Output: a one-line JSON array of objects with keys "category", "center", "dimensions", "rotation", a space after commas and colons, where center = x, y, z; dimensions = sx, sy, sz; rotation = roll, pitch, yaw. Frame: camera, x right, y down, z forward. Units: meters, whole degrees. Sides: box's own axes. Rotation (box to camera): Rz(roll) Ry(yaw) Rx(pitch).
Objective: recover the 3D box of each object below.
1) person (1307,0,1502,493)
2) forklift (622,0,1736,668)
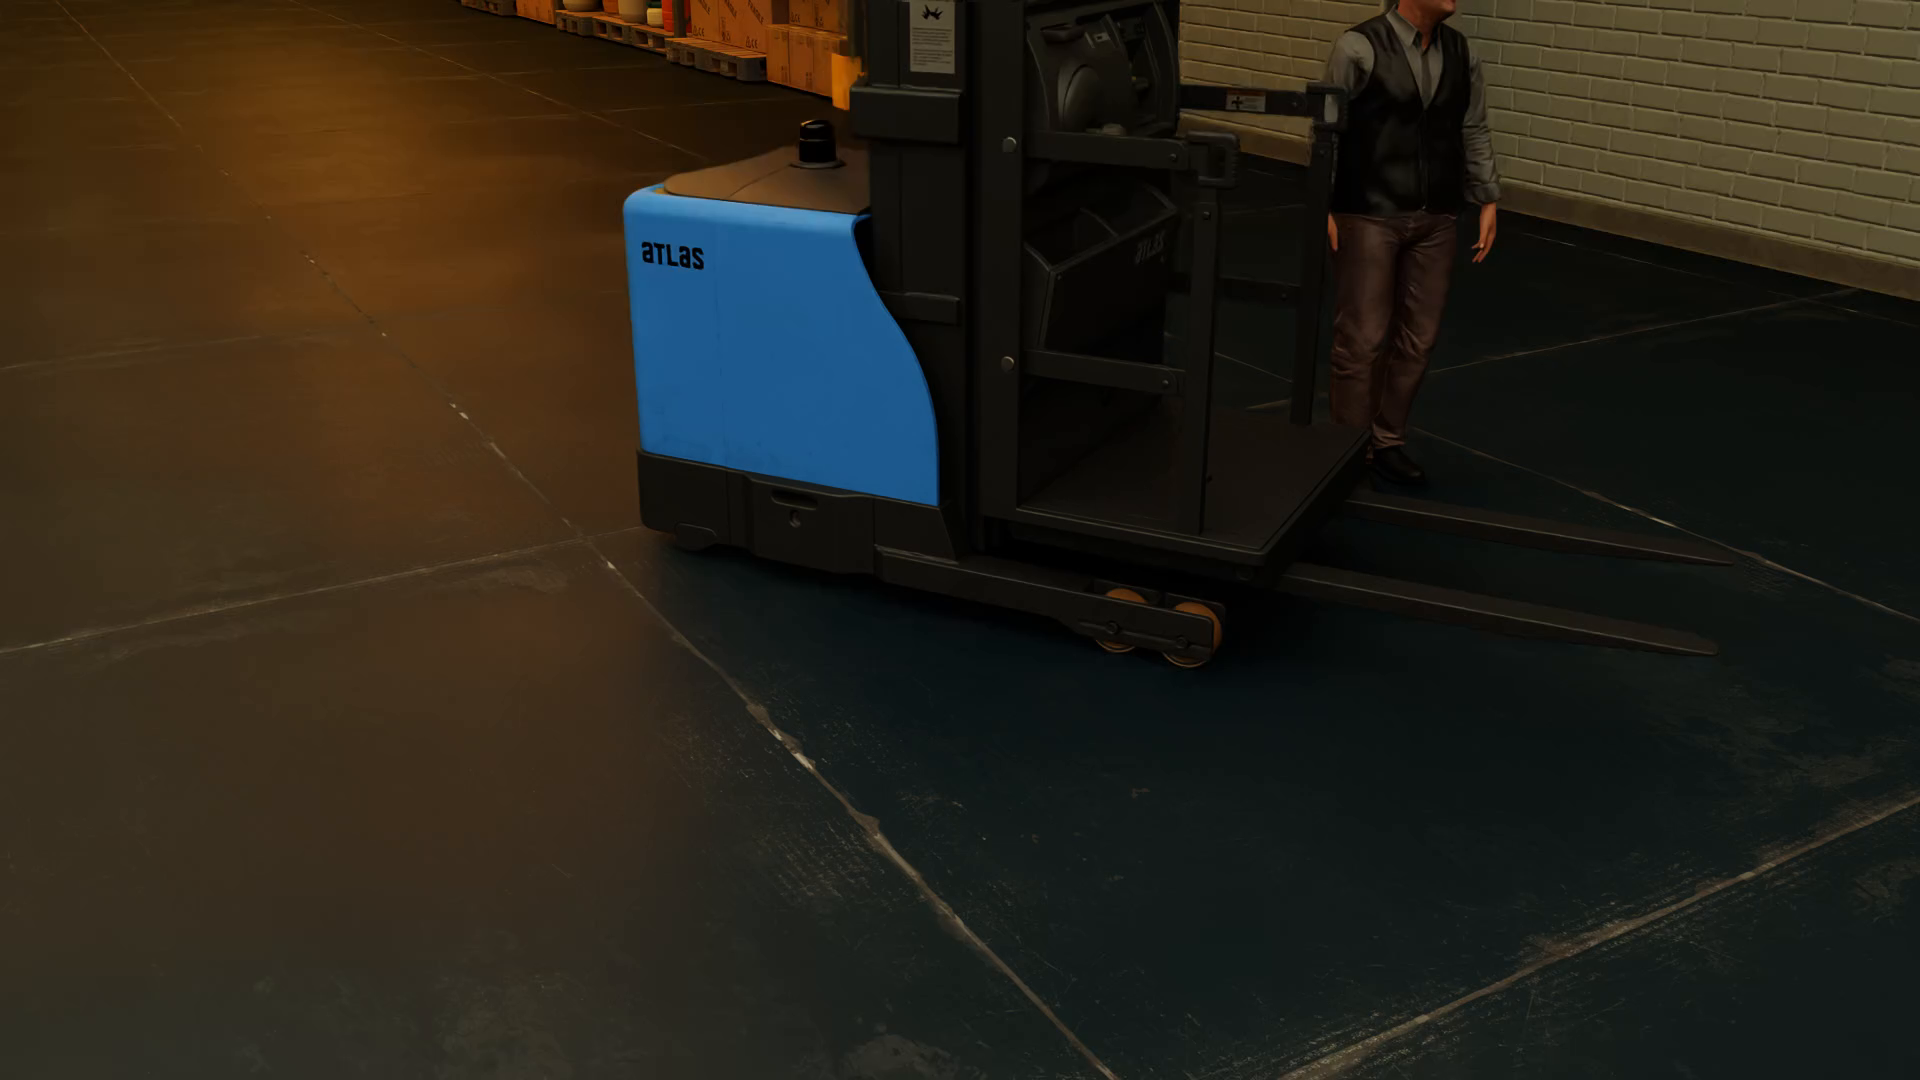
[{"category": "person", "center": [1.443, -0.998, 5.300], "dimensions": [0.656, 1.721, 0.559], "rotation": [-6, 23, -15]}, {"category": "forklift", "center": [0.573, -1.254, 4.330], "dimensions": [3.031, 2.935, 1.130], "rotation": [11, 25, 25]}]
